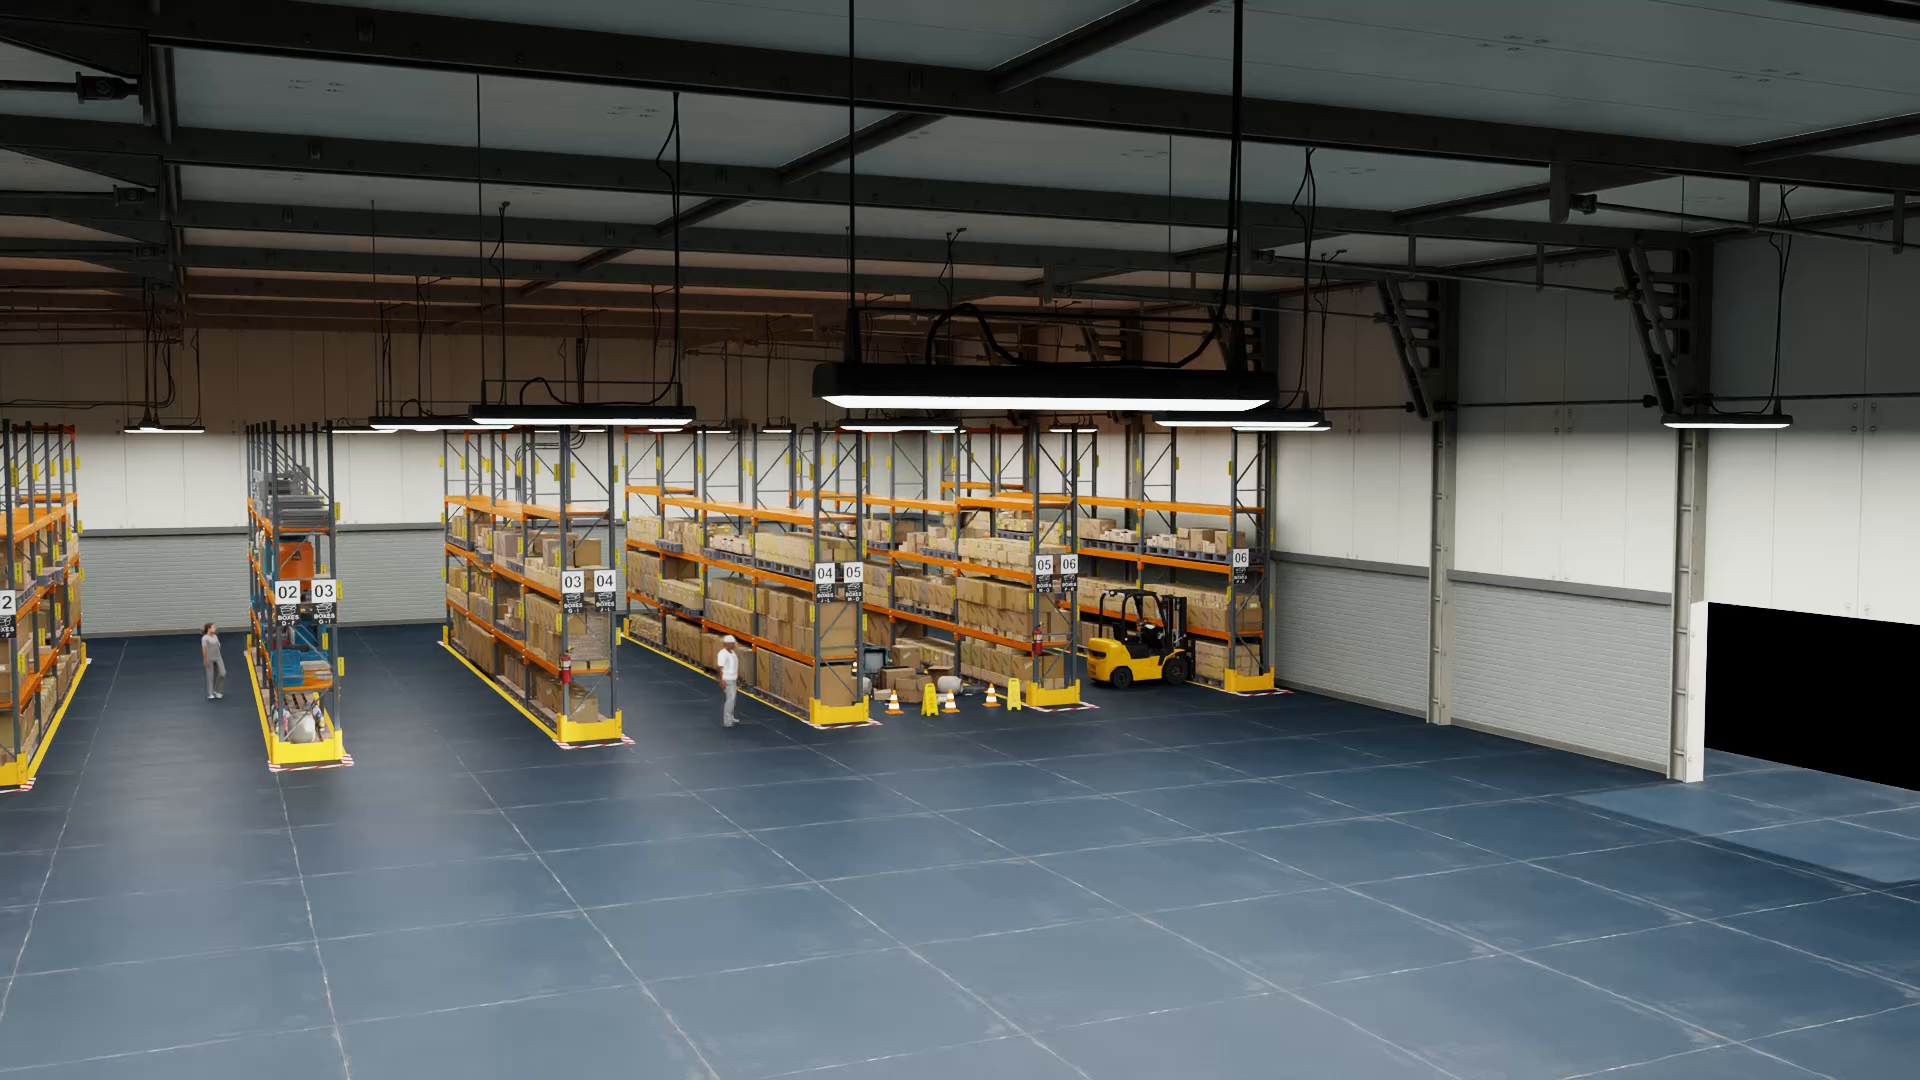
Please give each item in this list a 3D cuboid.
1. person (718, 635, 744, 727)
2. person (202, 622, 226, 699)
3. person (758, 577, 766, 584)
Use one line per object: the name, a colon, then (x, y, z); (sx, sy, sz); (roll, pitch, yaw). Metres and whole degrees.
person: (-4.560, 2.787, 33.072); (0.427, 1.797, 0.634); (1, 4, 11)
person: (-16.306, 2.633, 36.278); (0.467, 1.683, 0.471); (-3, 5, -44)
person: (-5.675, 1.871, 47.273); (0.671, 1.785, 0.422); (3, 5, 39)
